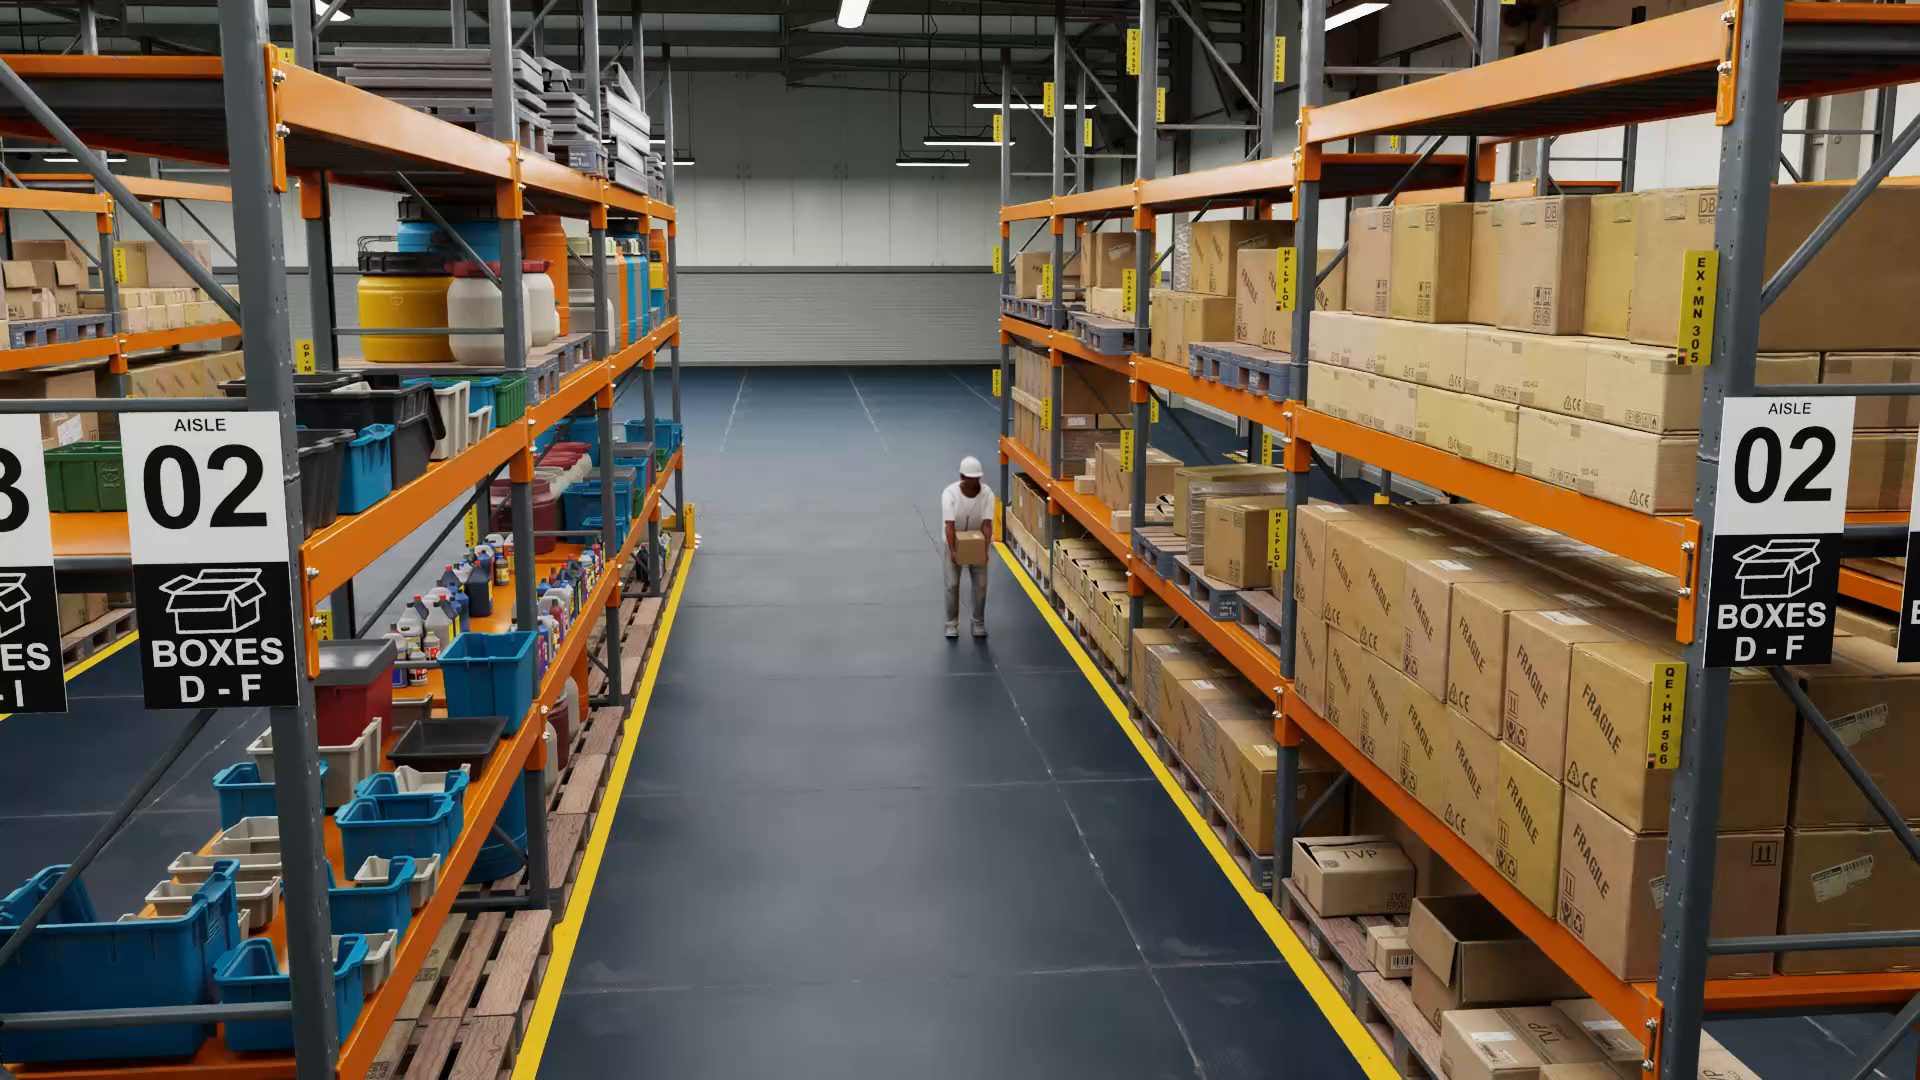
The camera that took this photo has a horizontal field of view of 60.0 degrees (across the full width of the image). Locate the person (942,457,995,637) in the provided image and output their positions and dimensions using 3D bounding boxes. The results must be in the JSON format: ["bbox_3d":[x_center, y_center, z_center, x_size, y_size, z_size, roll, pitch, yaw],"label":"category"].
[{"bbox_3d":[0.080,0.066,15.592,0.498,1.718,0.613,-1,10,-8],"label":"person"}]
